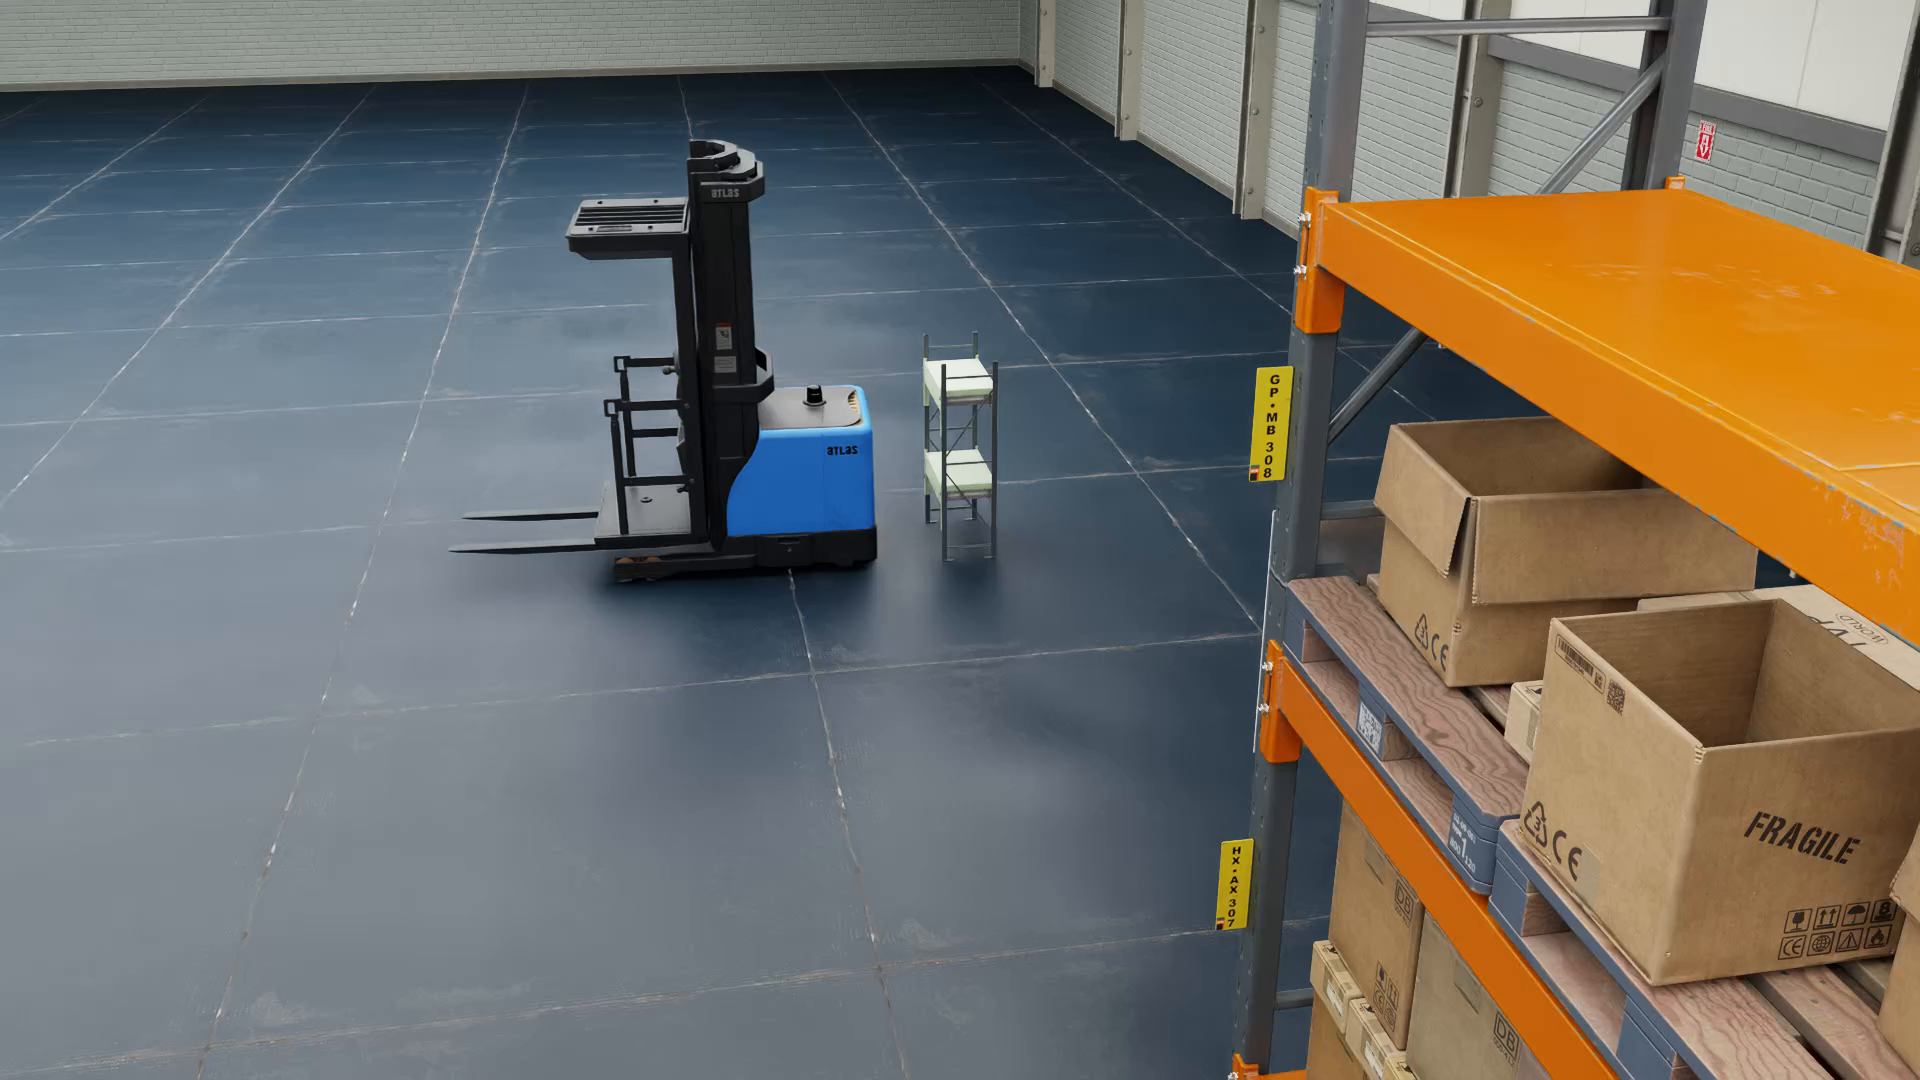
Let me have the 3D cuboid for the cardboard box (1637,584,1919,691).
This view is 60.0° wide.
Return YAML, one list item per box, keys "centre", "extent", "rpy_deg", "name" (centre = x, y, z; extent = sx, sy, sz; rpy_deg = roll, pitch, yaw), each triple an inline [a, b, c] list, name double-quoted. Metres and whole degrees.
- centre: [1.864, 0.330, 3.730]
  extent: [0.500, 0.250, 0.500]
  rpy_deg: [-4, 24, -10]
  name: "cardboard box"

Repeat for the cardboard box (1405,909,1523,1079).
- centre: [1.578, 1.230, 4.182]
  extent: [0.700, 0.500, 0.500]
  rpy_deg: [-5, 24, -11]
  name: "cardboard box"

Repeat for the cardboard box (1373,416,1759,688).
- centre: [1.494, 0.007, 4.153]
  extent: [0.797, 0.503, 0.637]
  rpy_deg: [-3, 24, -6]
  name: "cardboard box"

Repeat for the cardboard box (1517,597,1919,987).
- centre: [1.431, 0.455, 3.130]
  extent: [0.500, 0.500, 0.500]
  rpy_deg: [-4, 24, -10]
  name: "cardboard box"

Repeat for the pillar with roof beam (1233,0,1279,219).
- centre: [-0.320, -8.209, 20.044]
  extent: [9.100, 9.000, 0.400]
  rpy_deg: [-4, 24, -10]
  name: "pillar with roof beam"

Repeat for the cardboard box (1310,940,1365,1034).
- centre: [1.253, 1.286, 4.865]
  extent: [0.380, 0.149, 0.250]
  rpy_deg: [-4, 24, -10]
  name: "cardboard box"

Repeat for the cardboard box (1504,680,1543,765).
- centre: [1.437, 0.419, 3.653]
  extent: [0.380, 0.149, 0.250]
  rpy_deg: [-4, 24, -10]
  name: "cardboard box"

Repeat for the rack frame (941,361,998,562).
- centre: [0.066, -0.546, 11.869]
  extent: [0.400, 1.500, 0.023]
  rpy_deg: [-4, 24, -10]
  name: "rack frame"

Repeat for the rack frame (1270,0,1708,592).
- centre: [1.392, -1.290, 4.204]
  extent: [1.000, 3.000, 0.127]
  rpy_deg: [-4, 24, -10]
  name: "rack frame"

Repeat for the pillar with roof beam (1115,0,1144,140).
- centre: [-1.429, -10.569, 25.448]
  extent: [9.100, 9.000, 0.400]
  rpy_deg: [-4, 24, -10]
  name: "pillar with roof beam"

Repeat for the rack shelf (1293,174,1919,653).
- centre: [1.762, 0.009, 2.627]
  extent: [1.077, 0.370, 4.000]
  rpy_deg: [-4, 24, -10]
  name: "rack shelf"

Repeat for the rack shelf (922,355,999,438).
- centre: [-0.001, -1.048, 12.042]
  extent: [0.431, 0.370, 0.720]
  rpy_deg: [-4, 24, -10]
  name: "rack shelf"

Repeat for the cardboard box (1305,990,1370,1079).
- centre: [1.466, 1.598, 4.962]
  extent: [0.700, 0.500, 0.500]
  rpy_deg: [-4, 24, -10]
  name: "cardboard box"

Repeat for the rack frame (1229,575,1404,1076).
- centre: [1.392, 1.459, 5.405]
  extent: [1.000, 3.000, 0.127]
  rpy_deg: [-4, 24, -10]
  name: "rack frame"

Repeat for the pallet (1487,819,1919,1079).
- centre: [1.727, 0.886, 3.080]
  extent: [1.003, 0.211, 1.213]
  rpy_deg: [-4, 24, -10]
  name: "pallet"

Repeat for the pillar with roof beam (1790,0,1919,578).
- centre: [1.899, -3.489, 9.237]
  extent: [9.100, 9.000, 0.400]
  rpy_deg: [-4, 24, -10]
  name: "pillar with roof beam"

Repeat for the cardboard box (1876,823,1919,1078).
- centre: [1.951, 0.697, 2.574]
  extent: [0.797, 0.503, 0.637]
  rpy_deg: [-2, 24, -4]
  name: "cardboard box"

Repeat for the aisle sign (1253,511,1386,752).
- centre: [1.079, 0.264, 4.892]
  extent: [0.394, 0.787, 0.004]
  rpy_deg: [-4, 24, -10]
  name: "aisle sign"

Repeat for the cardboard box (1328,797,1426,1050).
- centre: [1.476, 1.024, 4.655]
  extent: [0.700, 0.500, 0.500]
  rpy_deg: [-4, 24, -10]
  name: "cardboard box"

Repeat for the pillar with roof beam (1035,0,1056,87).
- centre: [-2.539, -12.929, 30.851]
  extent: [9.100, 9.000, 0.400]
  rpy_deg: [-4, 24, -10]
  name: "pillar with roof beam"

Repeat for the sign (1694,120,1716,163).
- centre: [5.807, -3.106, 12.959]
  extent: [0.001, 0.298, 0.199]
  rpy_deg: [-4, 24, -10]
  name: "sign"

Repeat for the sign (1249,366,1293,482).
- centre: [0.846, -0.314, 4.525]
  extent: [0.100, 0.325, 0.005]
  rpy_deg: [-4, 24, -10]
  name: "sign"

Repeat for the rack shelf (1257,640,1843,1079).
- centre: [1.762, 1.201, 3.147]
  extent: [1.077, 0.370, 4.000]
  rpy_deg: [-4, 24, -10]
  name: "rack shelf"

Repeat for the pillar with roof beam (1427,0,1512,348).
- centre: [0.790, -5.849, 14.641]
  extent: [9.100, 9.000, 0.400]
  rpy_deg: [-4, 24, -10]
  name: "pillar with roof beam"

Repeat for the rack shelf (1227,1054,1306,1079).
- centre: [1.762, 2.575, 3.747]
  extent: [1.077, 0.370, 4.000]
  rpy_deg: [-4, 24, -10]
  name: "rack shelf"

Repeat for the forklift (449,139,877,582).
- centre: [-2.156, -1.269, 11.735]
  extent: [3.031, 2.935, 1.130]
  rpy_deg: [-3, 24, -6]
  name: "forklift"

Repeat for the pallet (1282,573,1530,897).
- centre: [1.498, 0.405, 4.181]
  extent: [1.003, 0.211, 1.213]
  rpy_deg: [-4, 24, -10]
  name: "pallet"

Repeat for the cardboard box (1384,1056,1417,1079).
- centre: [1.350, 1.488, 4.403]
  extent: [0.380, 0.149, 0.250]
  rpy_deg: [-4, 24, -10]
  name: "cardboard box"

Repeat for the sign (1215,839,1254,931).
- centre: [0.846, 1.065, 5.127]
  extent: [0.100, 0.325, 0.005]
  rpy_deg: [-4, 24, -10]
  name: "sign"

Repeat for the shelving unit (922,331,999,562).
- centre: [-0.001, -0.690, 12.198]
  extent: [0.431, 1.500, 0.755]
  rpy_deg: [-4, 24, -10]
  name: "shelving unit"

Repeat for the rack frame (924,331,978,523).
- centre: [-0.069, -0.834, 12.528]
  extent: [0.400, 1.500, 0.023]
  rpy_deg: [-4, 24, -10]
  name: "rack frame"

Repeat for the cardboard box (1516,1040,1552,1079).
- centre: [1.672, 1.429, 3.728]
  extent: [0.700, 0.500, 0.500]
  rpy_deg: [-4, 24, -10]
  name: "cardboard box"

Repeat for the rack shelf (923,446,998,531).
- centre: [-0.001, -0.391, 12.329]
  extent: [0.431, 0.370, 0.720]
  rpy_deg: [-4, 24, -10]
  name: "rack shelf"

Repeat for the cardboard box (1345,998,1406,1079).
- centre: [1.305, 1.390, 4.628]
  extent: [0.380, 0.149, 0.250]
  rpy_deg: [-5, 24, -11]
  name: "cardboard box"
